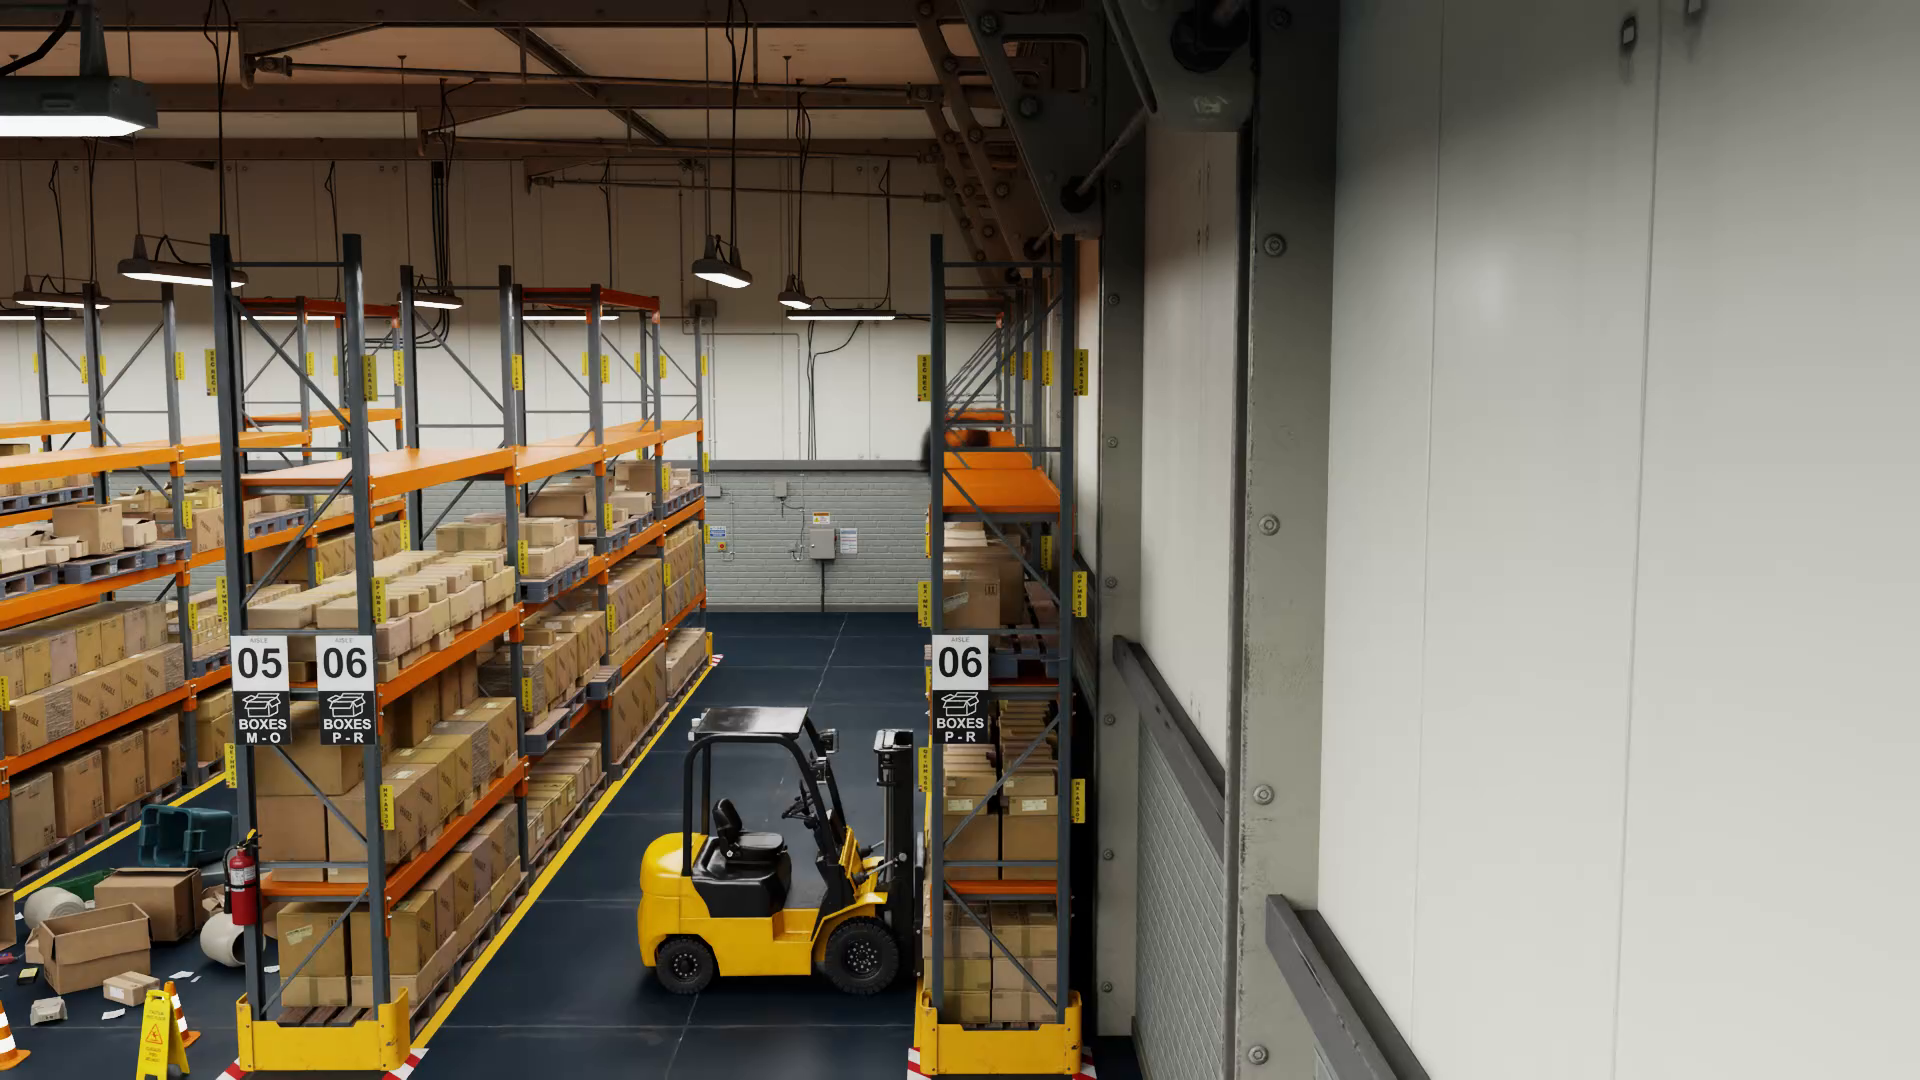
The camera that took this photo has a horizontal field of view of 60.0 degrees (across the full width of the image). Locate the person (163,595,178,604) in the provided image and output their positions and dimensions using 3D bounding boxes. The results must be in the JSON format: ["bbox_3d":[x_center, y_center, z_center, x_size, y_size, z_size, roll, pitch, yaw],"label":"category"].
[{"bbox_3d":[-11.453,1.659,24.309,0.580,1.761,0.735,1,6,5],"label":"person"}]
